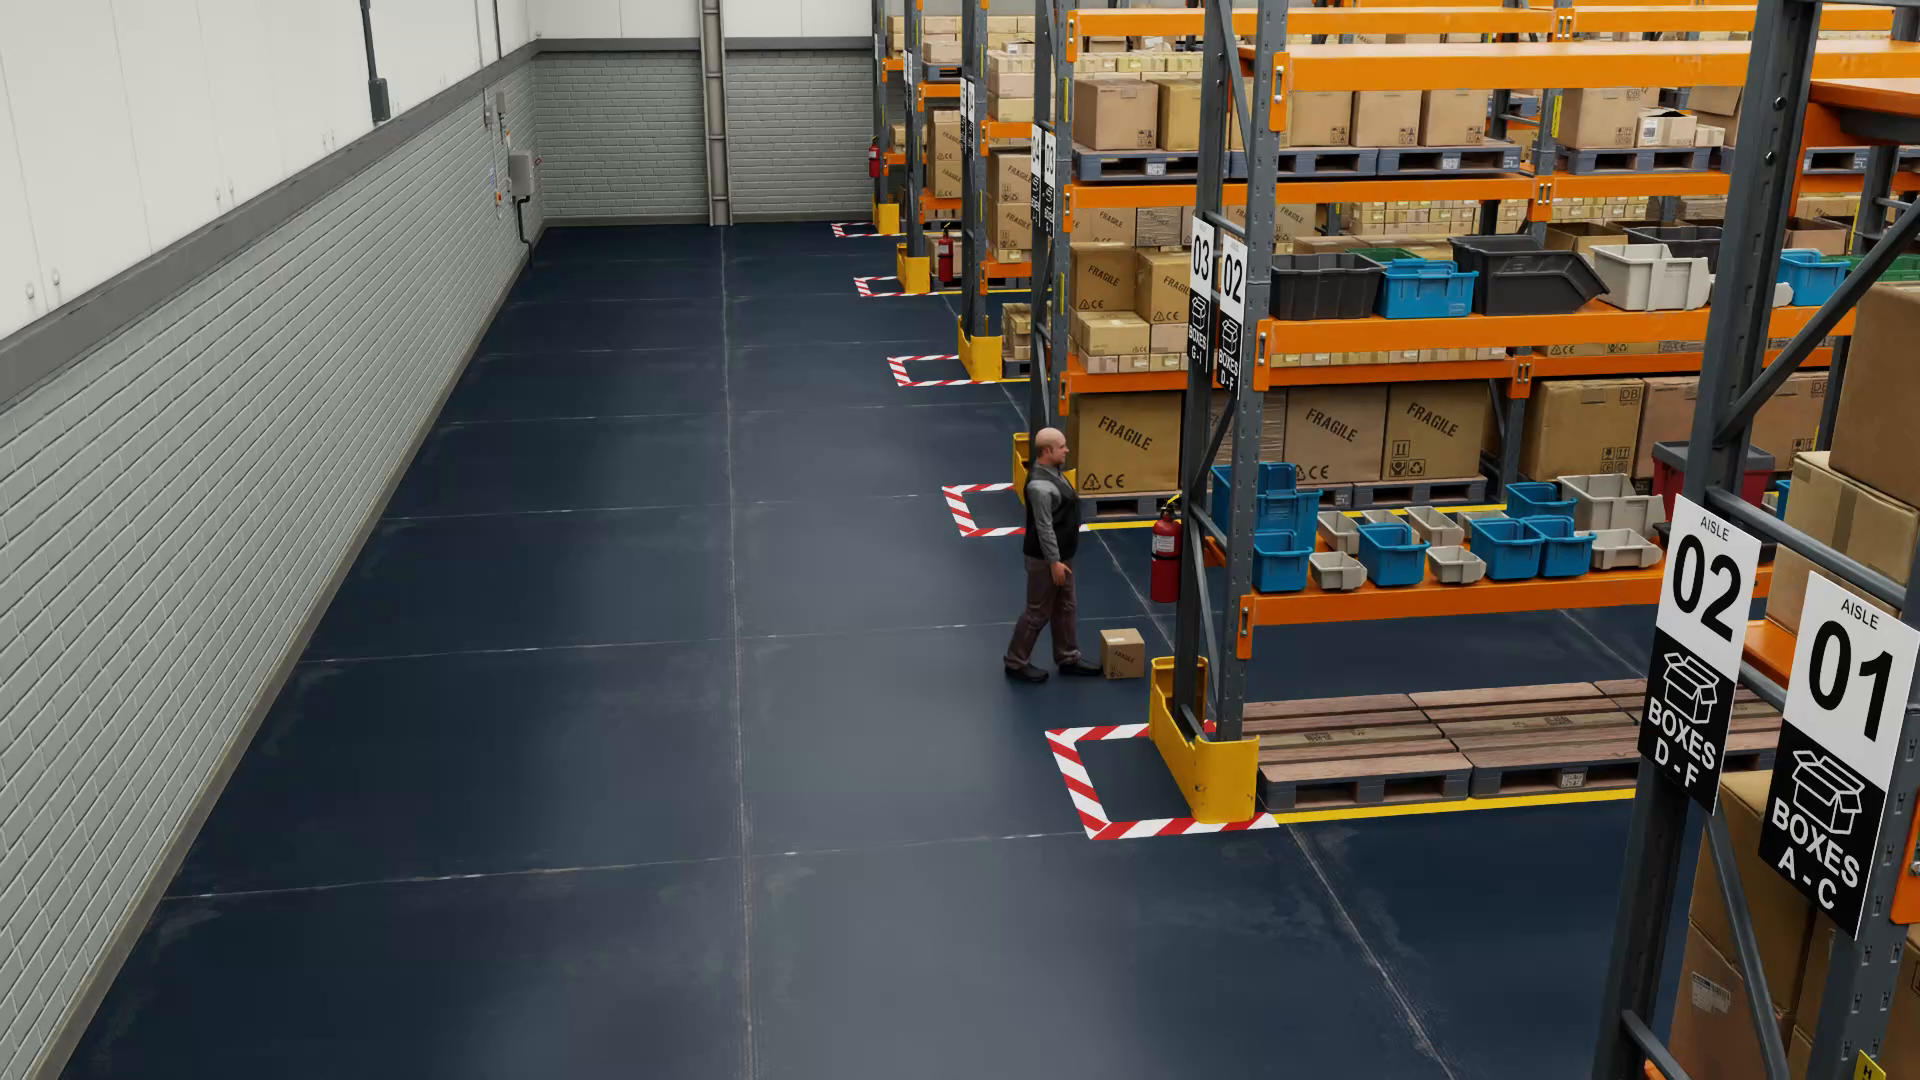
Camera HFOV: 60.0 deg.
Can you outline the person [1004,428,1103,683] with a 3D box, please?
[{"bbox_3d":[0.617,0.103,10.804,0.655,1.719,0.544,3,20,10],"label":"person"}]
